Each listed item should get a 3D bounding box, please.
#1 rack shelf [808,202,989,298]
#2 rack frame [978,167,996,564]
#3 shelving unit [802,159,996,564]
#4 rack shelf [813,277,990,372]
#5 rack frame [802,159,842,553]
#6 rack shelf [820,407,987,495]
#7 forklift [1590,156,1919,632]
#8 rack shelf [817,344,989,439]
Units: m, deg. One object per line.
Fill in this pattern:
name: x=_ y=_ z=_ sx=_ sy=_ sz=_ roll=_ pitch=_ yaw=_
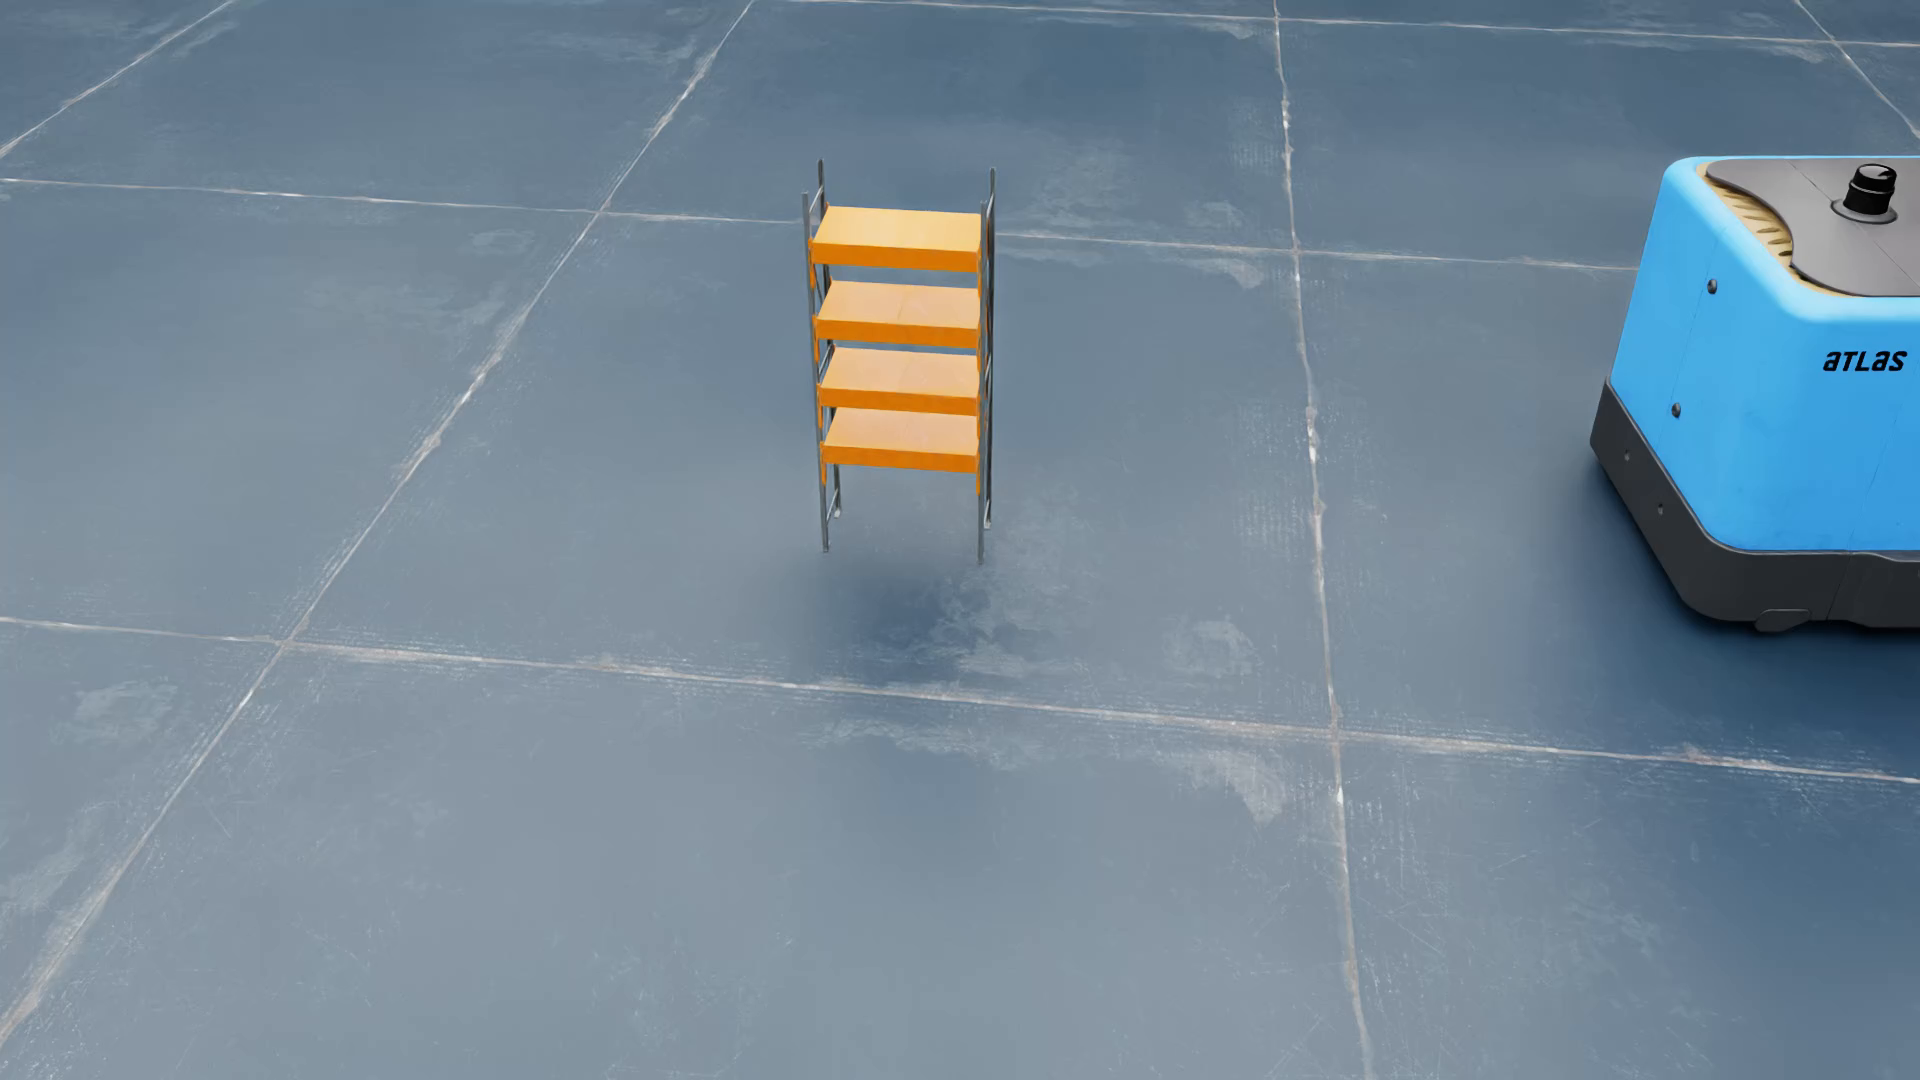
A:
rack shelf: x=-0.164 y=-0.820 z=4.690 sx=0.480 sy=0.148 sz=0.258 roll=4 pitch=36 yaw=6
rack frame: x=0.078 y=-0.483 z=4.893 sx=0.015 sy=1.200 sz=0.240 roll=4 pitch=36 yaw=6
shelving unit: x=-0.164 y=-0.501 z=4.919 sx=0.503 sy=1.200 sz=0.258 roll=4 pitch=36 yaw=6
rack shelf: x=-0.164 y=-0.628 z=4.828 sx=0.480 sy=0.148 sz=0.258 roll=4 pitch=36 yaw=6
rack frame: x=-0.406 y=-0.519 z=4.944 sx=0.015 sy=1.200 sz=0.240 roll=4 pitch=36 yaw=6
rack shelf: x=-0.164 y=-0.284 z=5.073 sx=0.480 sy=0.148 sz=0.258 roll=4 pitch=36 yaw=6
forklift: x=3.630 y=-1.213 z=4.427 sx=3.031 sy=2.935 sz=1.130 roll=0 pitch=36 yaw=0
rack shelf: x=-0.164 y=-0.446 z=4.958 sx=0.480 sy=0.148 sz=0.258 roll=4 pitch=36 yaw=6
